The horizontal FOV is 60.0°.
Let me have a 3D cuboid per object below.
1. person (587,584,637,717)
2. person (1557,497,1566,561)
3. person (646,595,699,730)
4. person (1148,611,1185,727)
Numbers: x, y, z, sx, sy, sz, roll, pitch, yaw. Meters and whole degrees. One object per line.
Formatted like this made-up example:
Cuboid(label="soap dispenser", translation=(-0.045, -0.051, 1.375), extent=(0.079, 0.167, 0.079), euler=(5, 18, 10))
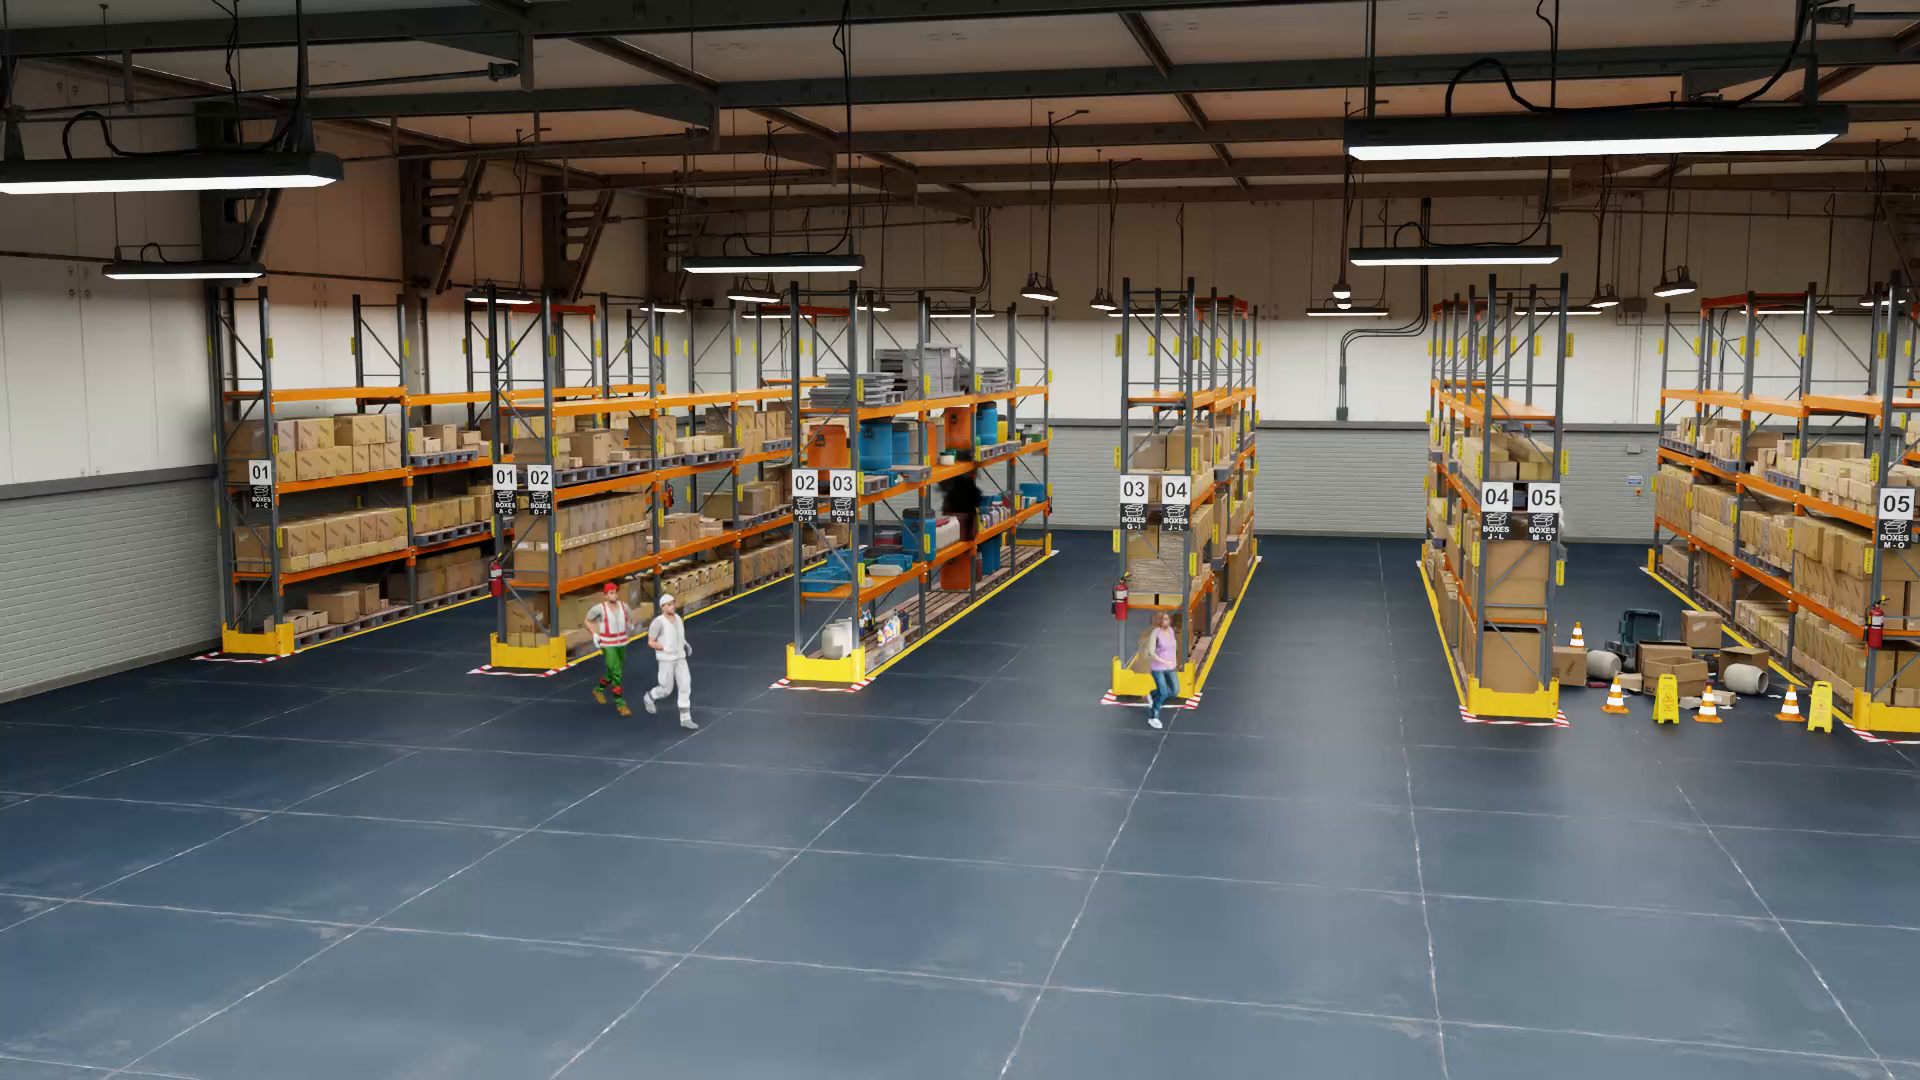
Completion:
Cuboid(label="person", translation=(-4.752, 1.485, 22.930), extent=(0.638, 1.796, 0.924), euler=(-6, 9, -44))
Cuboid(label="person", translation=(13.921, -0.300, 38.994), extent=(0.634, 1.637, 0.616), euler=(1, 7, 6))
Cuboid(label="person", translation=(-3.800, 1.605, 22.057), extent=(0.927, 1.757, 0.670), euler=(6, 9, 41))
Cuboid(label="person", translation=(2.765, 1.716, 22.020), extent=(0.578, 1.561, 0.613), euler=(-5, 8, -36))
